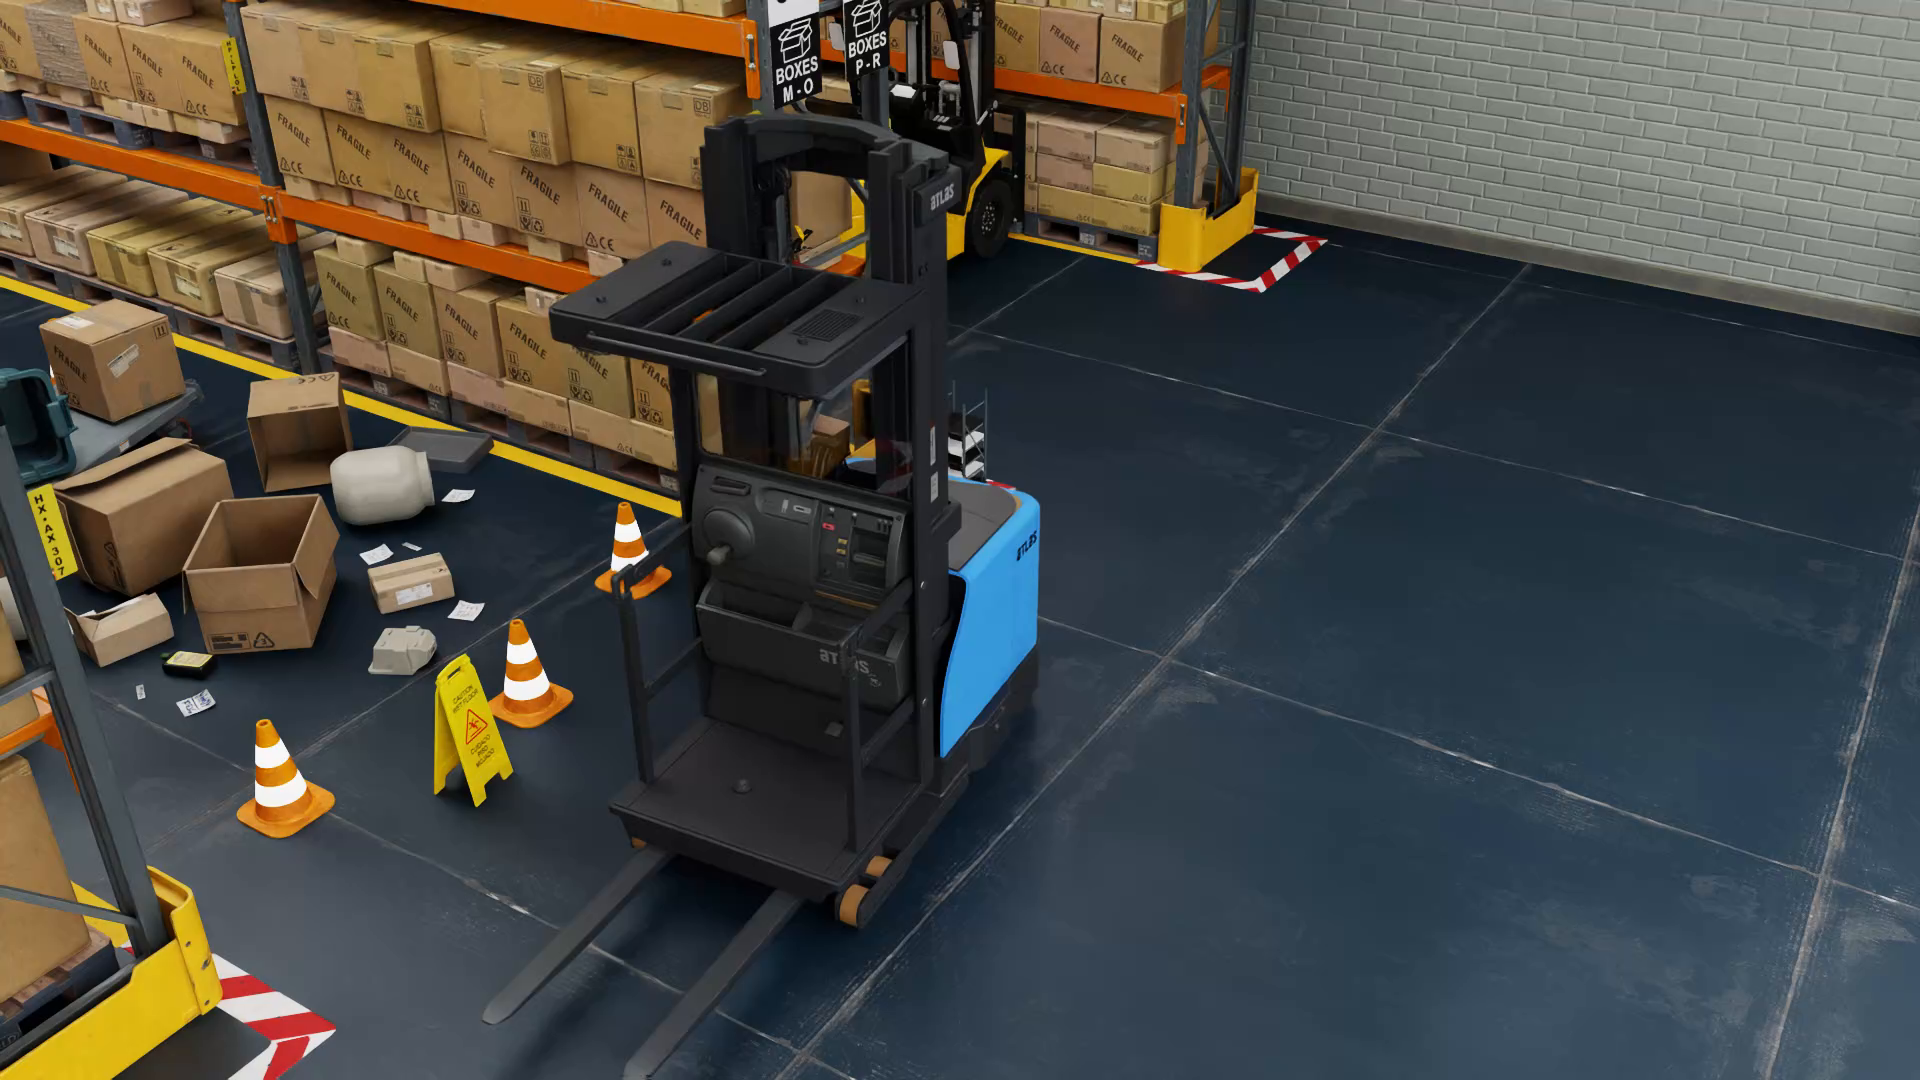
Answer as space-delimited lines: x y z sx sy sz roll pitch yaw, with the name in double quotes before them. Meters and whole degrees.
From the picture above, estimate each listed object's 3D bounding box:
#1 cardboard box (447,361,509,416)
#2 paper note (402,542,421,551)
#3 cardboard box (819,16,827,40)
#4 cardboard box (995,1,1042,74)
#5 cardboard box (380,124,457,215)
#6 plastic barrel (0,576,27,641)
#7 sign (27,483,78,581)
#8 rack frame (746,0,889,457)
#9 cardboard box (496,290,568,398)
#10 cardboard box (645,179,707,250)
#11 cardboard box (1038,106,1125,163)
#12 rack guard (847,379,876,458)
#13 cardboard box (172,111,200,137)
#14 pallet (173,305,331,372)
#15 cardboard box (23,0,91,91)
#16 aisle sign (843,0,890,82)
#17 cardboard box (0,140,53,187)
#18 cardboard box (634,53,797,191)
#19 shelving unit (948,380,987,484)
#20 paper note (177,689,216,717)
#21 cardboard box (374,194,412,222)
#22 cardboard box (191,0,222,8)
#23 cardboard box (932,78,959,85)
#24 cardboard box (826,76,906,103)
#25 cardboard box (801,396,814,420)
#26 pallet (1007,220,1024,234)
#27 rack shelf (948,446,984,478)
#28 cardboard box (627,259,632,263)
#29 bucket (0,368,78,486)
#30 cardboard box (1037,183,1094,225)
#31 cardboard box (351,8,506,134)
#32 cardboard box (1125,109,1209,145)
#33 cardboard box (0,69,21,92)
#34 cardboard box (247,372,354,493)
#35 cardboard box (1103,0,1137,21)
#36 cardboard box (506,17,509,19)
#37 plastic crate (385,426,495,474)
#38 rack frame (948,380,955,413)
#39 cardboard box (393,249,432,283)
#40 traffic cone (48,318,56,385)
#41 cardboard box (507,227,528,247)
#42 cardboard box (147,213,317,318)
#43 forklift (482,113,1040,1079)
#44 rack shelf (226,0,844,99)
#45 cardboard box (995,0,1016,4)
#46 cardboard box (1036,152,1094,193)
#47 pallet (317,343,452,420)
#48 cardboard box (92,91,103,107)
"cardboard box" -2.816 -1.029 10.350 0.500 0.250 0.500 17 34 27
"paper note" -3.026 0.036 9.178 0.123 0.001 0.032 18 35 27
"cardboard box" -1.208 -4.521 13.923 0.500 0.500 0.500 17 34 26
"cardboard box" 0.518 -3.979 12.995 0.500 0.500 0.500 17 34 26
"cardboard box" -3.000 -2.258 9.750 0.500 0.500 0.500 17 34 27
"plastic barrel" -4.850 0.313 8.293 0.512 0.421 0.421 -9 32 -15
"sign" -2.939 -0.020 5.370 0.005 0.325 0.100 18 35 27
"rack frame" -0.693 -1.517 8.873 0.127 3.000 1.000 18 35 27
"cardboard box" -2.378 -1.214 9.922 0.500 0.500 0.500 17 34 26
"cardboard box" -1.299 -1.716 8.821 0.500 0.500 0.500 17 34 26
"cardboard box" 0.951 -3.186 13.055 0.500 0.250 0.500 18 35 28
"rack guard" -0.757 -0.457 9.538 0.348 0.500 1.175 18 35 27
"cardboard box" -4.877 -2.759 10.836 0.250 0.149 0.380 16 34 26
"pallet" -4.741 -1.592 11.769 1.213 0.211 1.003 18 35 27
"cardboard box" -5.893 -3.380 11.256 0.500 0.500 0.500 16 34 26
"aisle sign" -0.476 -2.755 8.416 0.004 0.787 0.394 18 35 27
"cardboard box" -8.009 -3.144 13.354 0.875 0.875 0.875 17 34 27
"cardboard box" -1.242 -2.164 8.596 0.500 0.500 0.700 17 34 26
"shelving unit" -0.007 -0.391 9.027 0.210 0.900 0.258 18 35 27
"paper note" -3.629 0.773 7.897 0.144 0.017 0.142 -21 36 -32
"cardboard box" -3.311 -2.074 10.077 0.250 0.149 0.380 19 35 29
"cardboard box" -5.161 -3.462 11.396 0.500 0.500 0.500 17 34 27
"cardboard box" -0.067 -3.813 14.130 0.500 0.250 0.500 18 35 28
"cardboard box" -0.774 -3.729 13.984 0.500 0.250 0.500 18 35 27
"cardboard box" -1.229 -0.845 10.033 0.500 0.250 0.500 17 34 27
"pallet" 0.244 -2.946 14.090 1.213 0.211 1.003 18 35 27
"rack shelf" -0.007 -0.440 8.998 0.200 0.077 0.258 18 35 27
"cardboard box" -1.603 -1.515 9.120 0.250 0.149 0.380 17 34 27
"bucket" -5.286 -0.639 9.108 0.726 0.611 0.620 -21 26 -32
"cardboard box" 0.961 -2.758 13.313 0.500 0.250 0.500 18 35 27
"cardboard box" -2.991 -2.689 9.496 0.500 0.500 0.700 17 34 26
"cardboard box" 1.636 -3.271 13.200 0.500 0.250 0.500 17 34 27
"cardboard box" -6.641 -3.301 11.764 0.250 0.149 0.380 18 35 28
"cardboard box" -3.897 -0.642 9.852 0.500 0.500 0.500 -9 32 -15
"cardboard box" 1.268 -3.989 12.367 0.250 0.149 0.380 18 35 28
"cardboard box" -4.312 -4.762 16.376 0.625 0.625 0.875 19 35 29
"plastic crate" -3.187 -0.557 10.125 0.583 0.080 0.402 6 31 10
"rack frame" -0.093 -0.418 9.074 0.006 0.900 0.240 18 35 27
"cardboard box" -3.214 -1.717 10.140 0.250 0.149 0.380 19 35 29
"traffic cone" -5.875 -1.227 10.894 0.334 0.463 0.336 18 35 27
"cardboard box" -2.408 -1.835 9.668 0.250 0.149 0.380 18 35 27
"cardboard box" -5.137 -1.965 11.833 0.625 0.372 0.950 20 36 30
"forklift" -0.729 0.018 6.311 1.130 2.935 3.031 14 33 22
"rack shelf" -2.387 -3.037 9.217 4.000 0.370 1.077 18 35 27
"cardboard box" 0.401 -4.266 12.843 0.250 0.149 0.380 18 35 28
"cardboard box" 0.945 -2.982 13.200 0.500 0.250 0.500 17 34 27
"pallet" -3.493 -1.219 11.130 1.213 0.211 1.003 18 35 27
"cardboard box" -5.688 -3.075 11.377 0.250 0.149 0.380 16 34 26
